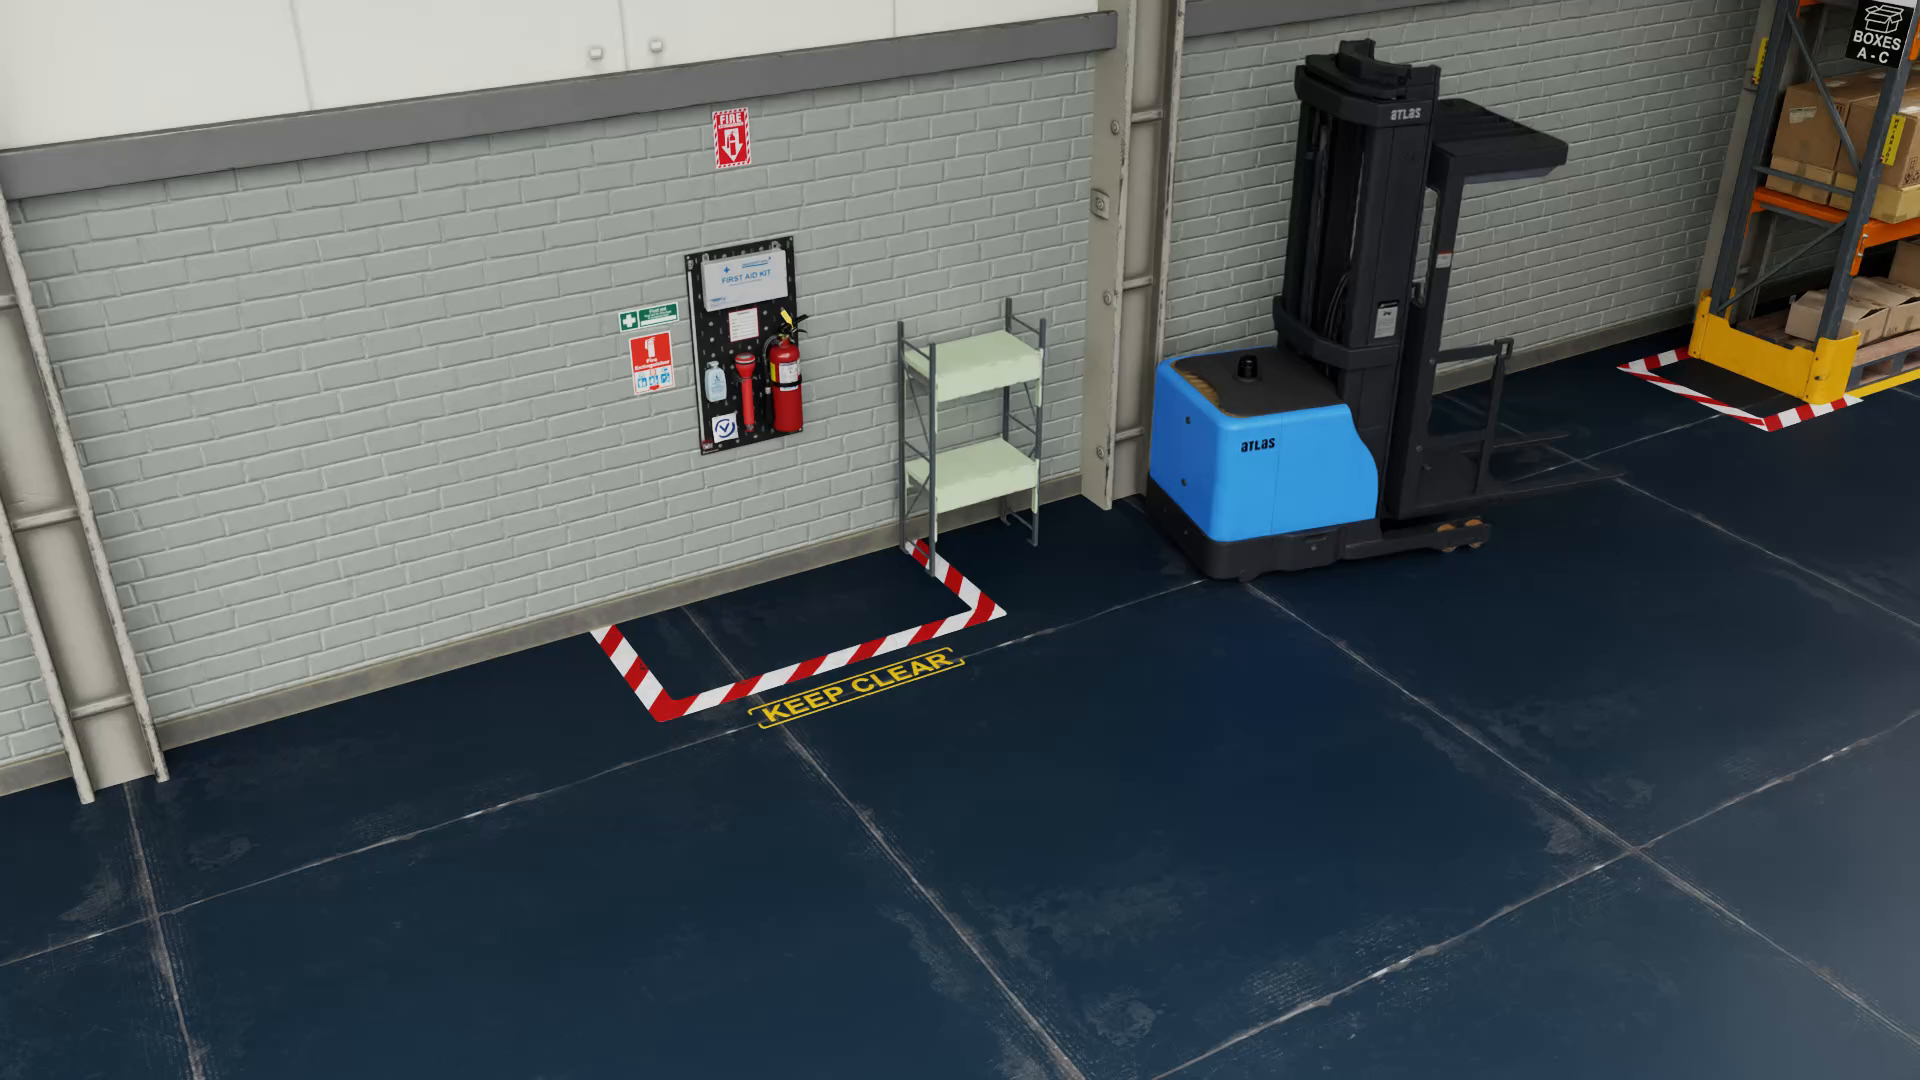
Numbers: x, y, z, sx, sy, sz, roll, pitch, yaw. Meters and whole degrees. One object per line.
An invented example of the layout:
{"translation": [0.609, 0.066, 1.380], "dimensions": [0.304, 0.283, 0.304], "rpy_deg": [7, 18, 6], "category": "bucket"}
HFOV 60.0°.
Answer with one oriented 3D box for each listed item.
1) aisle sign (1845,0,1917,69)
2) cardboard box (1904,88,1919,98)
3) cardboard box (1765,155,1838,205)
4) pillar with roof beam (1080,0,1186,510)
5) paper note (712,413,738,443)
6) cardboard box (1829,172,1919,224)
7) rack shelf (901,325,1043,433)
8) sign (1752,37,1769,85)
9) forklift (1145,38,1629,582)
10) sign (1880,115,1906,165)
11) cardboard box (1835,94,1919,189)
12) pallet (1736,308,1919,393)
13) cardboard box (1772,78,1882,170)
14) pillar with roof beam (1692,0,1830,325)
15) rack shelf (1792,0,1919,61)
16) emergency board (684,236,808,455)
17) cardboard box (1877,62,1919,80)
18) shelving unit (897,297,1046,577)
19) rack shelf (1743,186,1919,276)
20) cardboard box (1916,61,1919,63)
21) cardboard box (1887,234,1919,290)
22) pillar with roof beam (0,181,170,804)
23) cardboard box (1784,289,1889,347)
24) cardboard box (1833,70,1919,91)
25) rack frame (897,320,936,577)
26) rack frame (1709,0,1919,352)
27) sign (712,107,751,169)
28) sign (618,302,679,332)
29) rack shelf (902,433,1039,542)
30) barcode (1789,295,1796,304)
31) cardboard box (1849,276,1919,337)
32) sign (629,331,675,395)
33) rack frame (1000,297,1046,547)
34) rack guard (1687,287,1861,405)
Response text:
{"translation": [6.123, -3.549, 10.984], "dimensions": [0.004, 0.787, 0.394], "rpy_deg": [-16, 33, -26], "category": "aisle sign"}
{"translation": [7.028, -2.933, 11.917], "dimensions": [0.500, 0.500, 0.500], "rpy_deg": [-16, 33, -26], "category": "cardboard box"}
{"translation": [6.338, -2.692, 12.255], "dimensions": [0.500, 0.250, 0.500], "rpy_deg": [-15, 32, -26], "category": "cardboard box"}
{"translation": [3.207, -2.449, 5.473], "dimensions": [0.400, 9.000, 9.100], "rpy_deg": [-16, 33, -26], "category": "pillar with roof beam"}
{"translation": [-1.312, -0.627, 9.292], "dimensions": [0.142, 0.148, 0.016], "rpy_deg": [-16, 33, -26], "category": "paper note"}
{"translation": [6.615, -2.484, 11.878], "dimensions": [0.500, 0.250, 0.500], "rpy_deg": [-17, 33, -28], "category": "cardboard box"}
{"translation": [0.065, -0.945, 9.692], "dimensions": [0.720, 0.370, 0.431], "rpy_deg": [-16, 34, -27], "category": "rack shelf"}
{"translation": [5.769, -3.435, 11.942], "dimensions": [0.005, 0.325, 0.100], "rpy_deg": [-16, 33, -26], "category": "sign"}
{"translation": [2.752, -1.445, 9.932], "dimensions": [3.031, 2.935, 1.130], "rpy_deg": [-9, 30, -16], "category": "forklift"}
{"translation": [6.308, -2.706, 11.252], "dimensions": [0.005, 0.325, 0.100], "rpy_deg": [-16, 33, -26], "category": "sign"}
{"translation": [6.597, -2.816, 11.705], "dimensions": [0.500, 0.500, 0.500], "rpy_deg": [-16, 33, -26], "category": "cardboard box"}
{"translation": [6.817, -1.535, 12.911], "dimensions": [1.213, 0.211, 1.003], "rpy_deg": [-16, 33, -26], "category": "pallet"}
{"translation": [6.332, -3.029, 12.090], "dimensions": [0.500, 0.500, 0.500], "rpy_deg": [-16, 33, -27], "category": "cardboard box"}
{"translation": [8.380, -3.918, 8.135], "dimensions": [0.400, 9.000, 9.100], "rpy_deg": [-16, 33, -26], "category": "pillar with roof beam"}
{"translation": [7.758, -4.041, 12.206], "dimensions": [4.000, 0.370, 1.077], "rpy_deg": [-16, 33, -26], "category": "rack shelf"}
{"translation": [-1.124, -1.027, 9.105], "dimensions": [0.643, 1.169, 0.194], "rpy_deg": [-16, 33, -26], "category": "emergency board"}
{"translation": [7.215, -3.276, 12.538], "dimensions": [0.500, 0.500, 0.500], "rpy_deg": [-17, 33, -28], "category": "cardboard box"}
{"translation": [0.061, -0.607, 9.886], "dimensions": [0.755, 1.500, 0.431], "rpy_deg": [-16, 34, -27], "category": "shelving unit"}
{"translation": [7.758, -2.728, 12.931], "dimensions": [4.000, 0.370, 1.077], "rpy_deg": [-16, 33, -26], "category": "rack shelf"}
{"translation": [7.649, -3.399, 12.762], "dimensions": [0.500, 0.500, 0.500], "rpy_deg": [-15, 32, -26], "category": "cardboard box"}
{"translation": [7.825, -2.082, 13.147], "dimensions": [0.500, 0.500, 0.700], "rpy_deg": [-18, 34, -29], "category": "cardboard box"}
{"translation": [-1.966, -0.981, 2.812], "dimensions": [0.400, 9.000, 9.100], "rpy_deg": [-16, 33, -26], "category": "pillar with roof beam"}
{"translation": [6.675, -1.701, 12.653], "dimensions": [0.500, 0.311, 0.500], "rpy_deg": [-20, 35, -32], "category": "cardboard box"}
{"translation": [6.771, -3.148, 12.306], "dimensions": [0.500, 0.500, 0.500], "rpy_deg": [-15, 32, -26], "category": "cardboard box"}
{"translation": [-0.253, -0.516, 9.722], "dimensions": [0.023, 1.500, 0.400], "rpy_deg": [-16, 34, -27], "category": "rack frame"}
{"translation": [6.033, -2.553, 11.870], "dimensions": [0.127, 3.000, 1.000], "rpy_deg": [-16, 33, -26], "category": "rack frame"}
{"translation": [-1.182, -2.082, 8.617], "dimensions": [0.199, 0.298, 0.001], "rpy_deg": [-16, 33, -26], "category": "sign"}
{"translation": [-1.645, -1.180, 8.796], "dimensions": [0.331, 0.109, 0.001], "rpy_deg": [-16, 33, -26], "category": "sign"}
{"translation": [0.058, -0.324, 10.048], "dimensions": [0.720, 0.370, 0.431], "rpy_deg": [-16, 34, -27], "category": "rack shelf"}
{"translation": [6.488, -1.876, 12.960], "dimensions": [0.075, 0.075, 0.001], "rpy_deg": [-16, 33, -26], "category": "barcode"}
{"translation": [7.167, -1.840, 12.905], "dimensions": [0.500, 0.311, 0.500], "rpy_deg": [-13, 31, -22], "category": "cardboard box"}
{"translation": [-1.653, -0.950, 8.929], "dimensions": [0.234, 0.329, 0.001], "rpy_deg": [-16, 33, -26], "category": "sign"}
{"translation": [0.375, -0.698, 10.051], "dimensions": [0.023, 1.500, 0.400], "rpy_deg": [-16, 34, -27], "category": "rack frame"}
{"translation": [6.099, -1.477, 12.508], "dimensions": [0.348, 0.500, 1.175], "rpy_deg": [-16, 33, -26], "category": "rack guard"}
